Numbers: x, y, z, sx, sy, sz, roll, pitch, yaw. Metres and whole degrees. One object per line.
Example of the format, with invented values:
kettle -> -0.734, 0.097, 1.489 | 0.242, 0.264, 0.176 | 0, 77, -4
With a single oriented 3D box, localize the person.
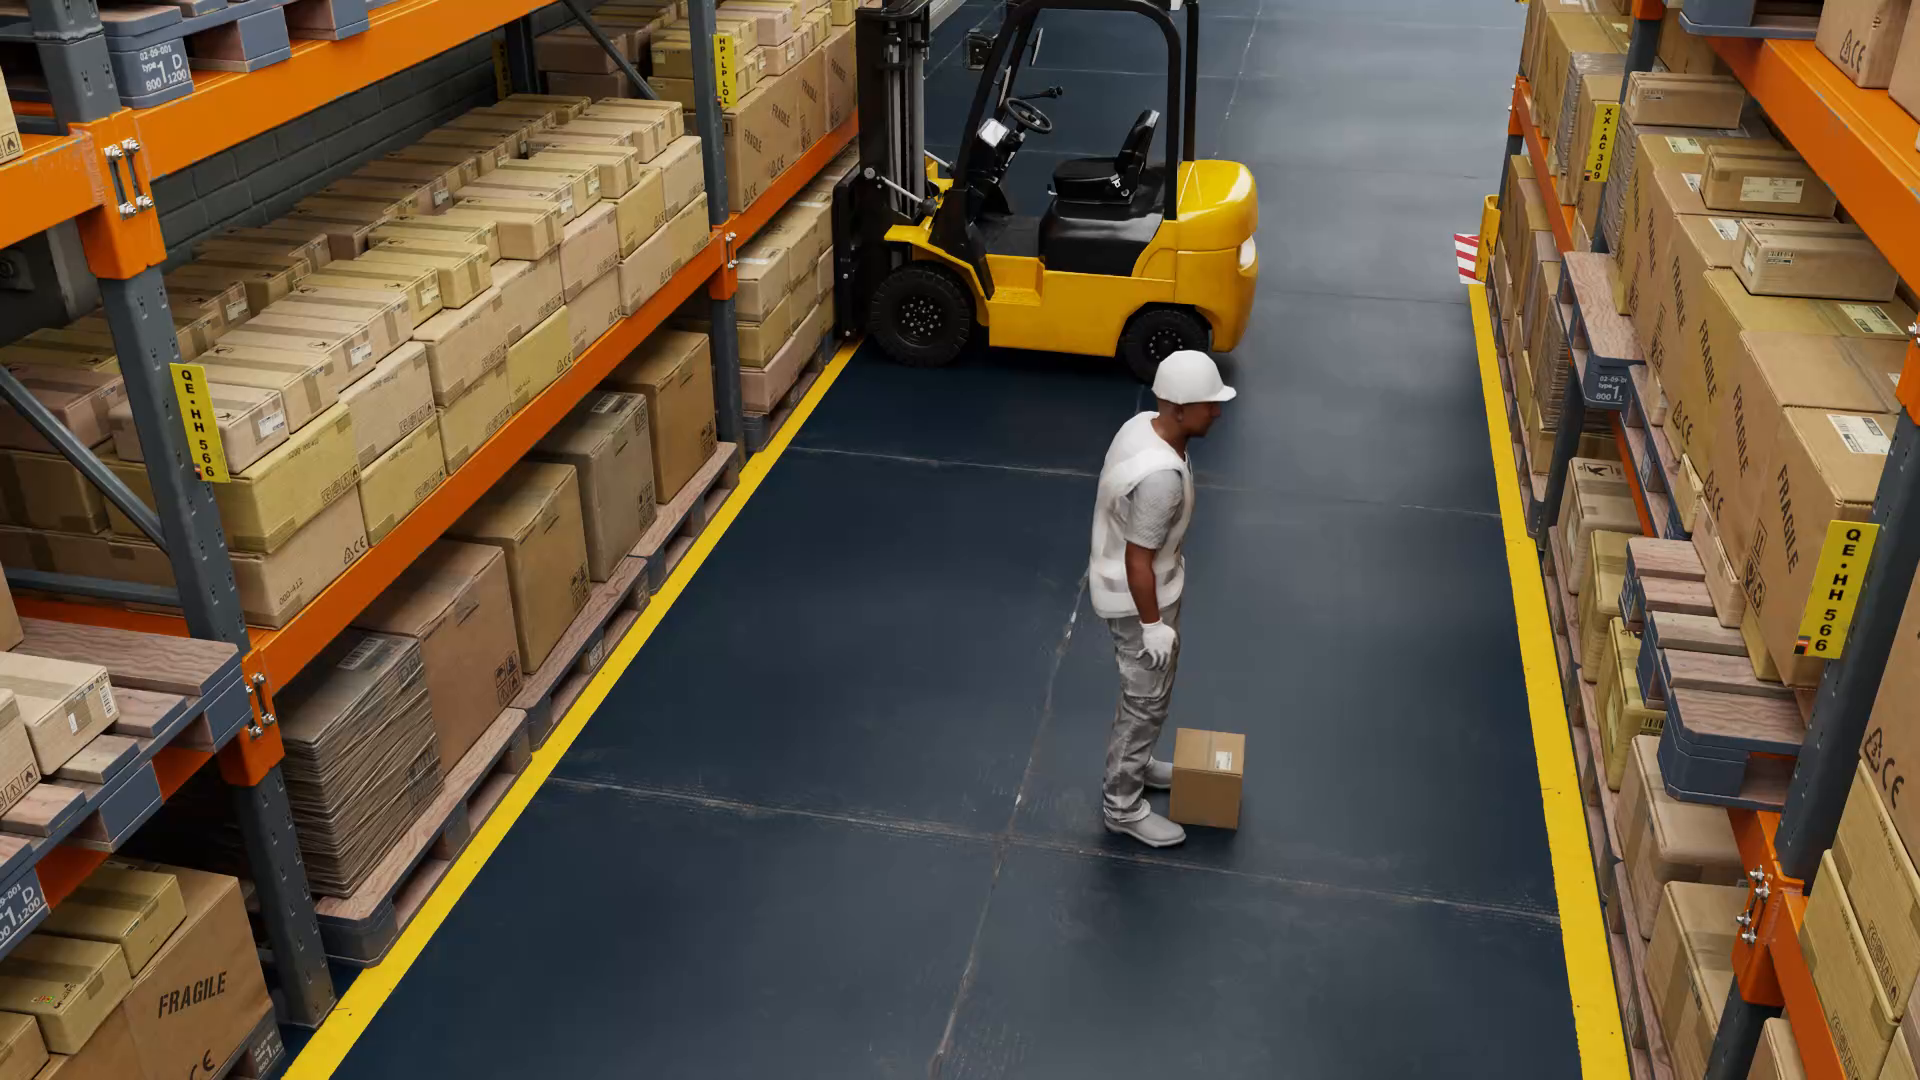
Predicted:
person -> 0.672, 0.184, 5.775 | 0.450, 1.773, 0.622 | 4, 29, 8
